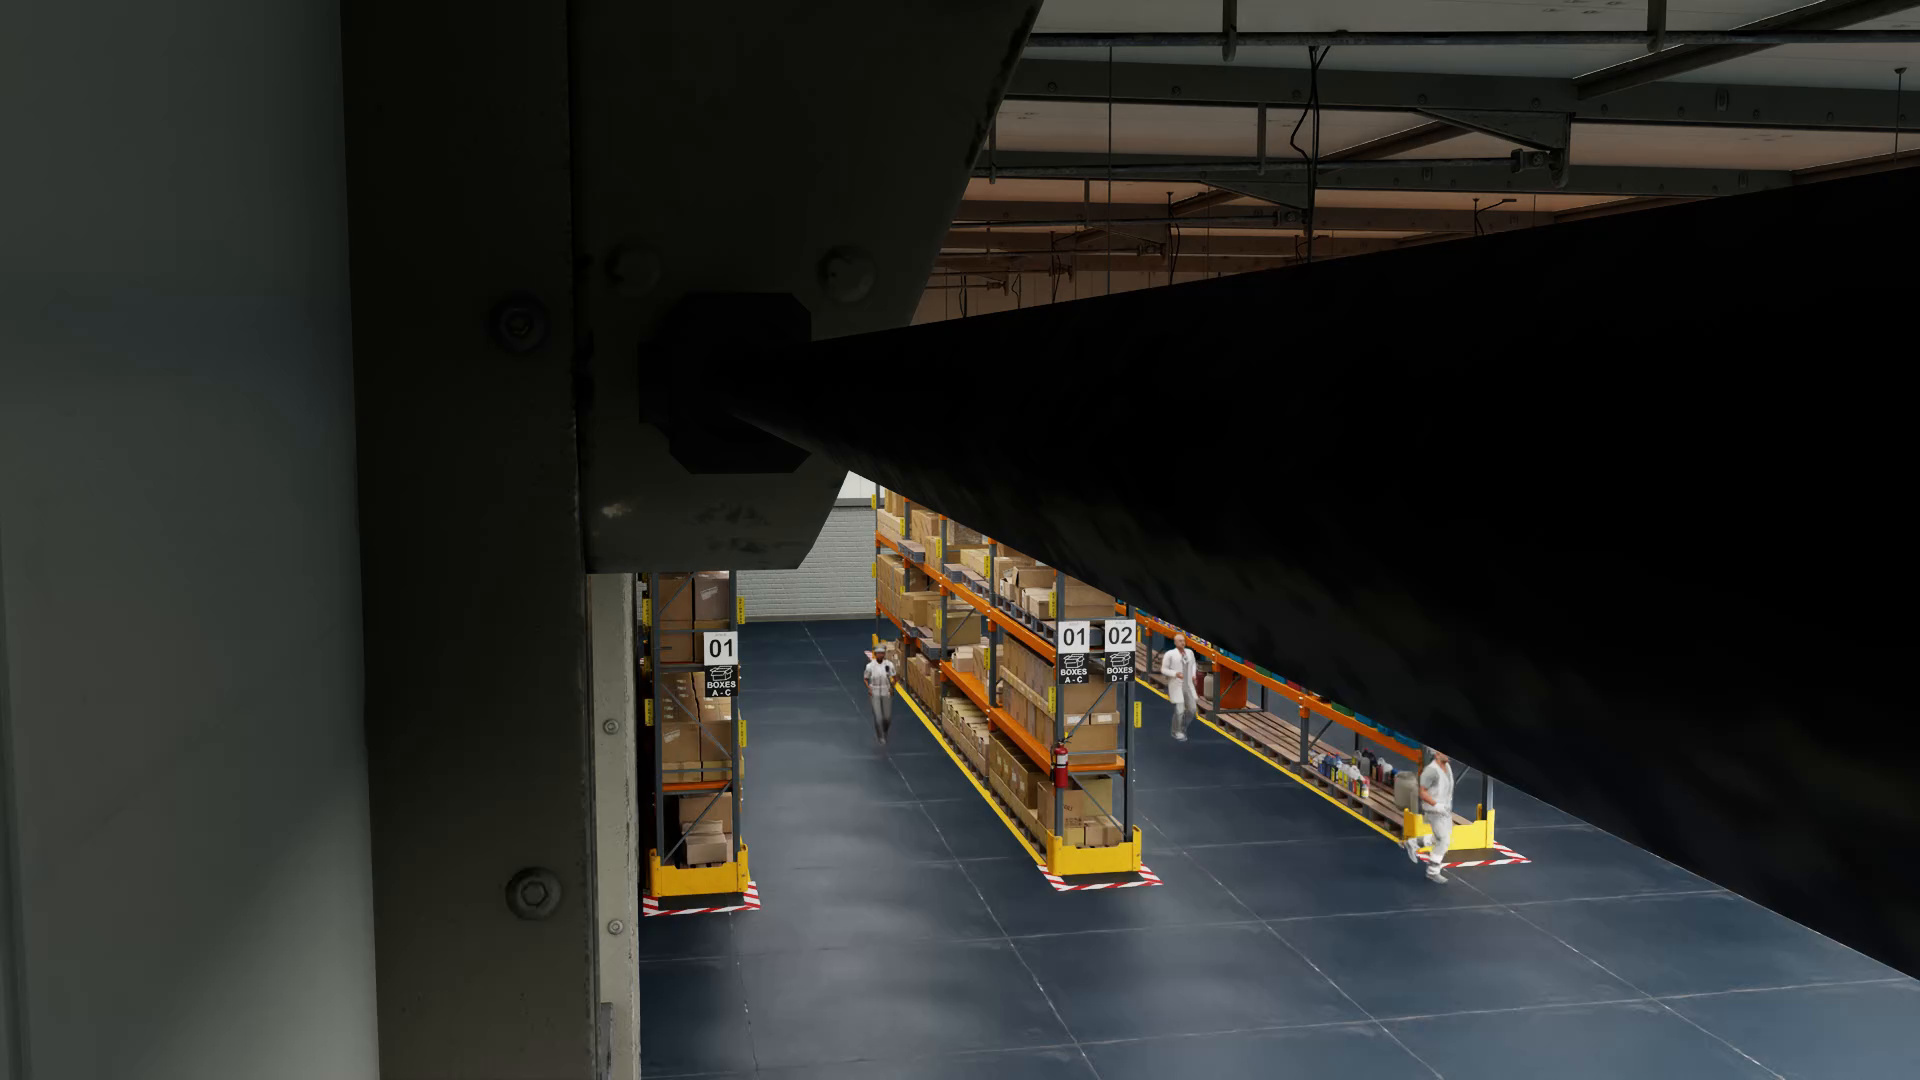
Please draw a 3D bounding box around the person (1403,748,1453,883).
[{"bbox_3d":[5.855,3.348,20.690,0.676,1.765,0.664,5,8,40],"label":"person"}]

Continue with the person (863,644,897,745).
[{"bbox_3d":[-1.290,2.495,26.808,0.536,1.662,0.513,0,6,-5],"label":"person"}]

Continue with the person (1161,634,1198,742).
[{"bbox_3d":[3.639,2.480,27.107,0.698,1.711,0.633,-2,6,-19],"label":"person"}]
